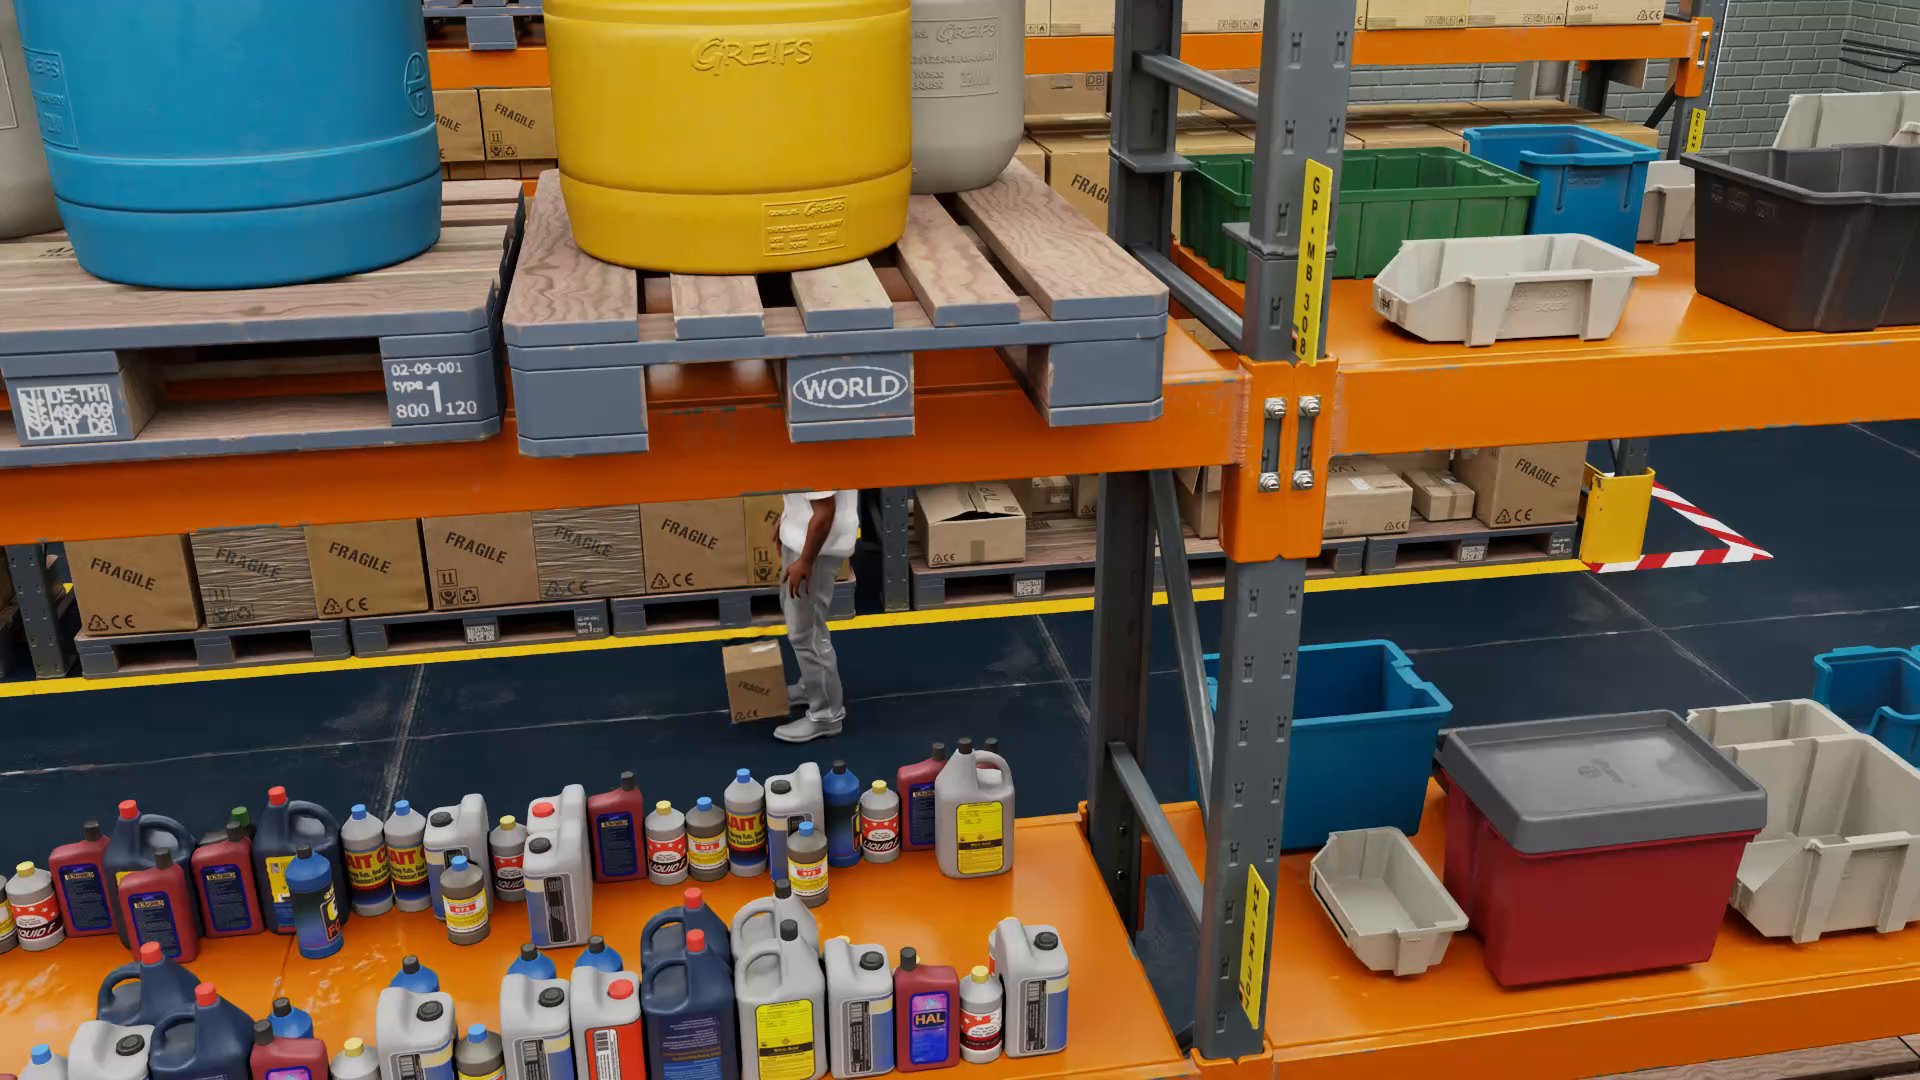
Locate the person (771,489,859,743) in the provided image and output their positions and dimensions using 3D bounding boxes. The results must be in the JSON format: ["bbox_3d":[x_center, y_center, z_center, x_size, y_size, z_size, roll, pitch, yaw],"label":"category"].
[{"bbox_3d":[-0.657,0.002,7.067,0.446,1.762,0.604,-5,24,-11],"label":"person"}]
